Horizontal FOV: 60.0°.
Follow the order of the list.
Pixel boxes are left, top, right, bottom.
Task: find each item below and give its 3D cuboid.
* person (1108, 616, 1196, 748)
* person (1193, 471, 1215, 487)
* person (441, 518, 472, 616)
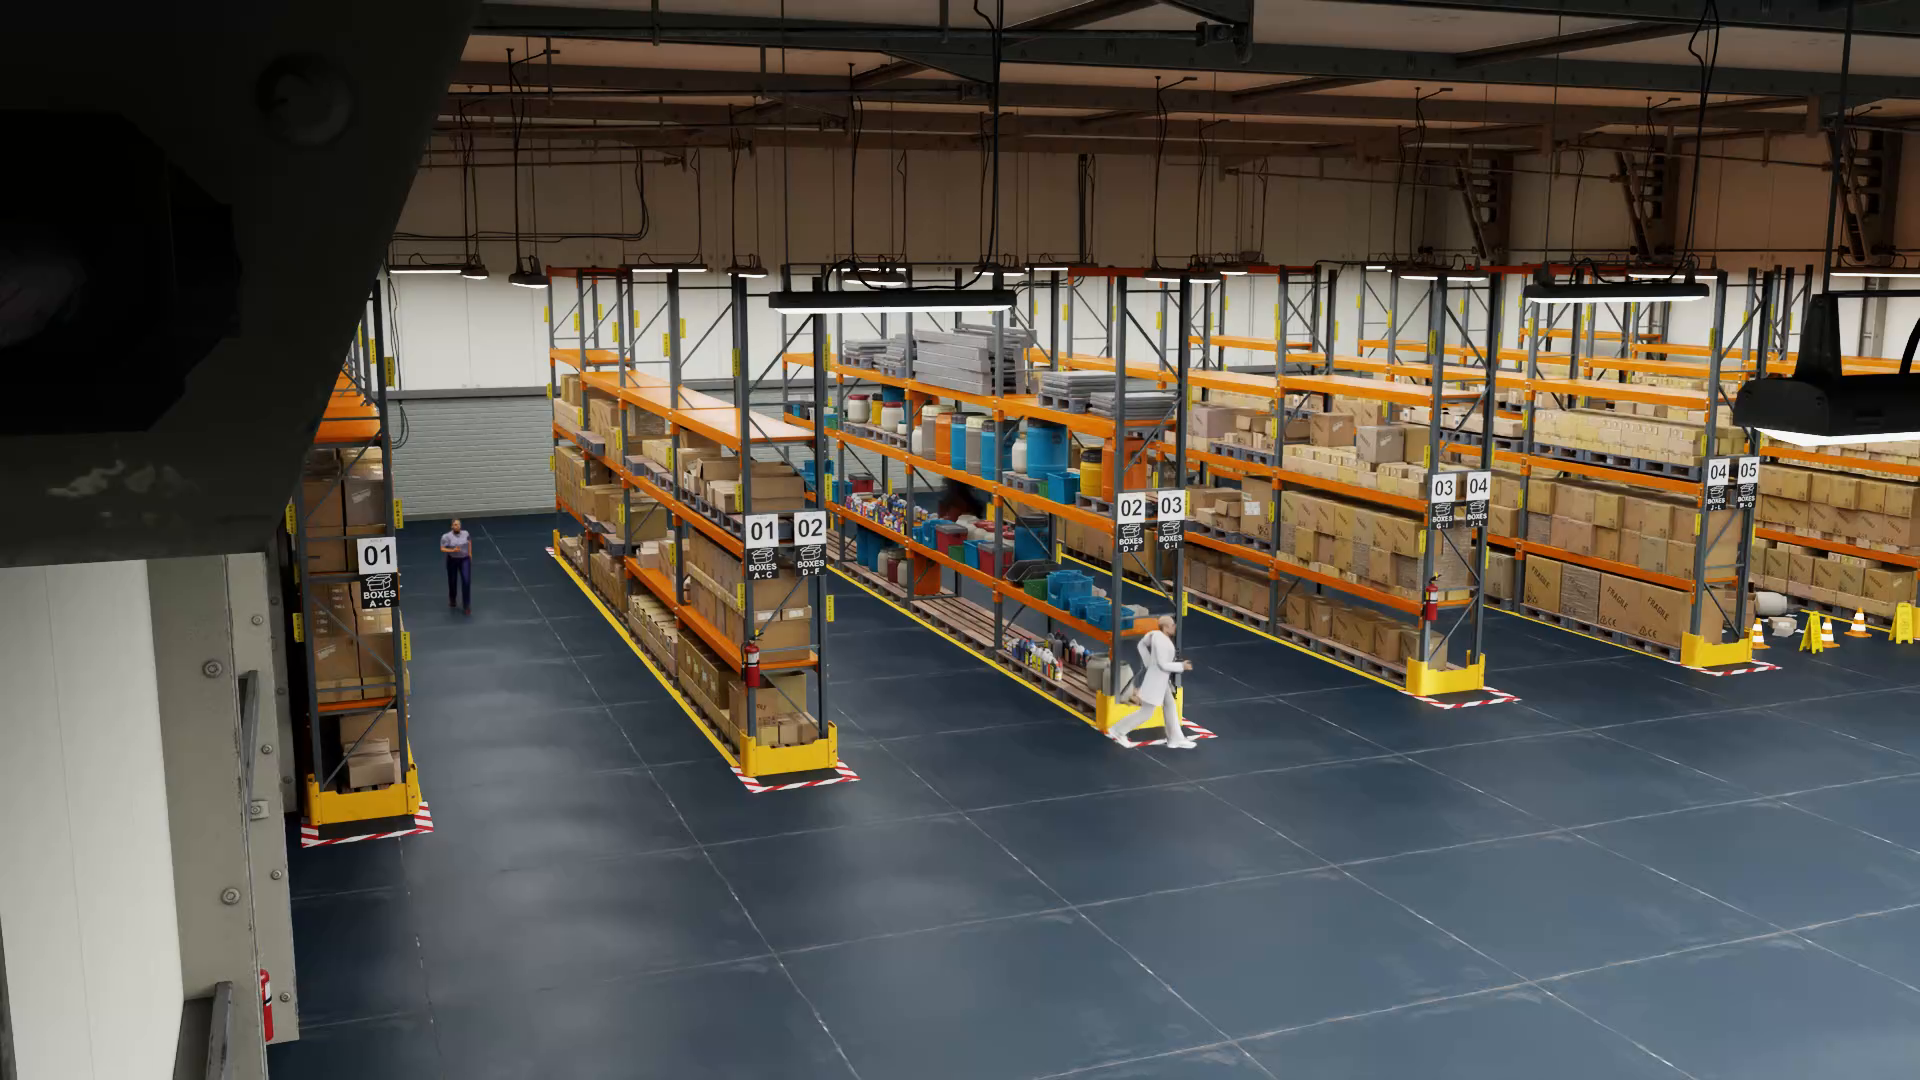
[{"bbox_3d":[2.445,1.810,21.032,1.132,1.741,0.680,1,10,5],"label":"person"},{"bbox_3d":[6.205,-1.697,41.502,0.670,1.772,0.714,-2,10,-13],"label":"person"},{"bbox_3d":[-8.873,0.438,29.341,0.563,1.695,0.855,-4,11,-24],"label":"person"}]
